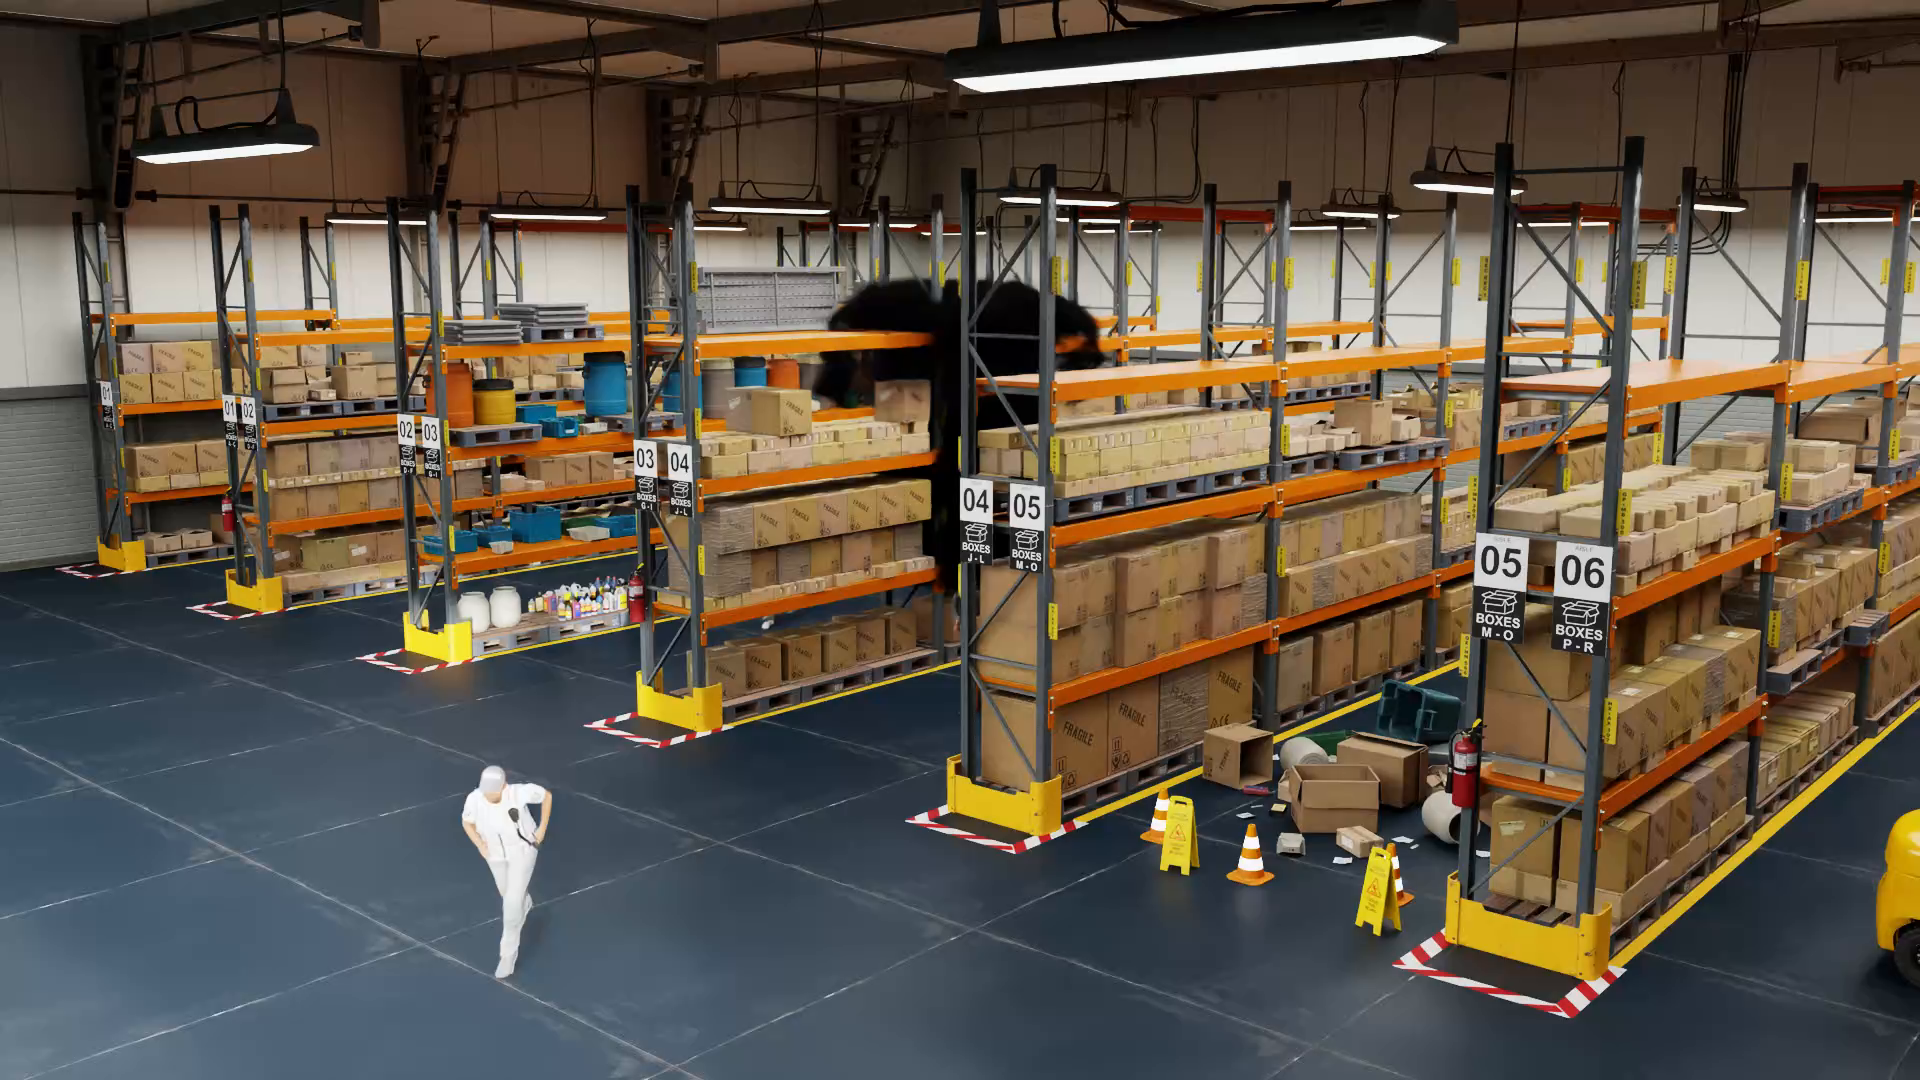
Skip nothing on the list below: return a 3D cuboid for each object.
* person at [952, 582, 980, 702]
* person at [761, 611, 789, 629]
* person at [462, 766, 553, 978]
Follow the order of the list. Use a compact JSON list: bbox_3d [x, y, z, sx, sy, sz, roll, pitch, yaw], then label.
[{"bbox_3d":[0.291,1.108,19.350,0.701,1.514,0.970,7,12,36],"label":"person"},{"bbox_3d":[-2.668,0.400,23.952,0.547,1.654,0.877,3,10,20],"label":"person"},{"bbox_3d":[-3.353,2.376,12.452,0.648,1.627,1.035,0,9,-2],"label":"person"}]
